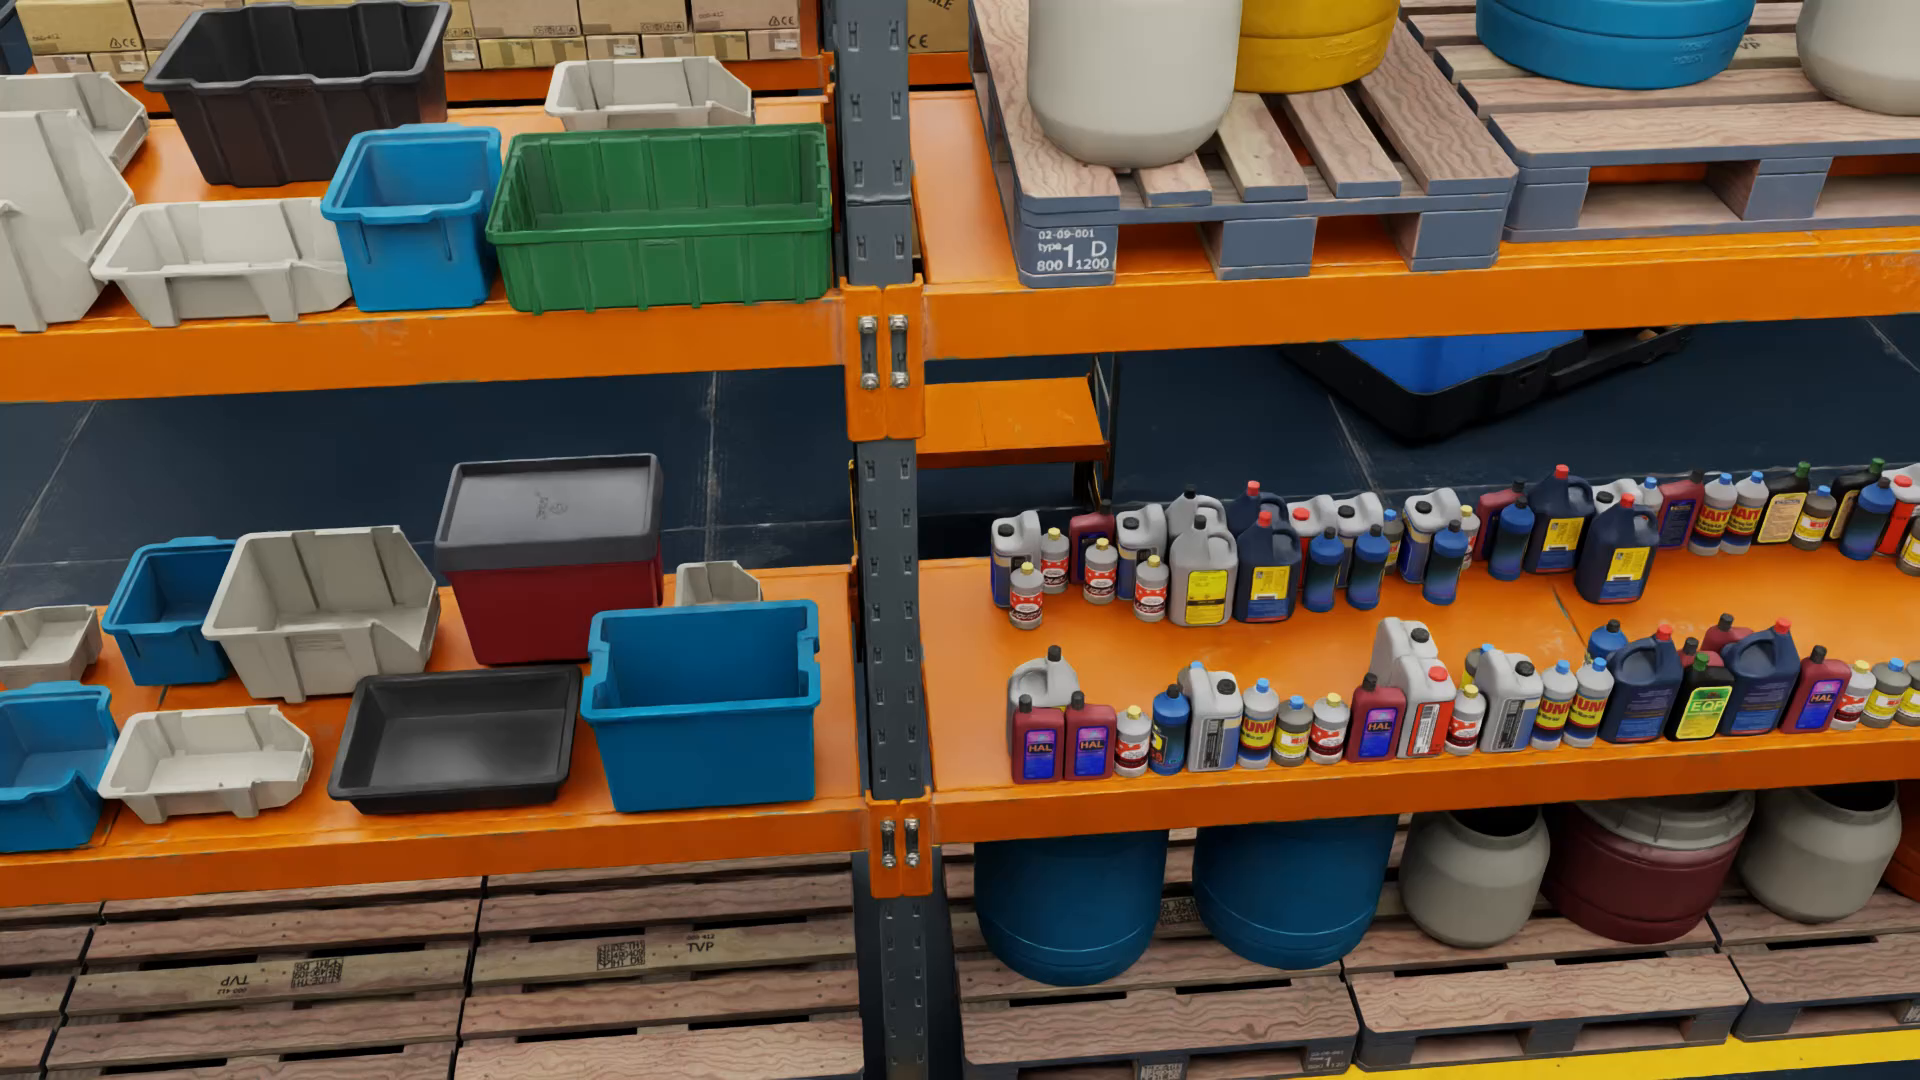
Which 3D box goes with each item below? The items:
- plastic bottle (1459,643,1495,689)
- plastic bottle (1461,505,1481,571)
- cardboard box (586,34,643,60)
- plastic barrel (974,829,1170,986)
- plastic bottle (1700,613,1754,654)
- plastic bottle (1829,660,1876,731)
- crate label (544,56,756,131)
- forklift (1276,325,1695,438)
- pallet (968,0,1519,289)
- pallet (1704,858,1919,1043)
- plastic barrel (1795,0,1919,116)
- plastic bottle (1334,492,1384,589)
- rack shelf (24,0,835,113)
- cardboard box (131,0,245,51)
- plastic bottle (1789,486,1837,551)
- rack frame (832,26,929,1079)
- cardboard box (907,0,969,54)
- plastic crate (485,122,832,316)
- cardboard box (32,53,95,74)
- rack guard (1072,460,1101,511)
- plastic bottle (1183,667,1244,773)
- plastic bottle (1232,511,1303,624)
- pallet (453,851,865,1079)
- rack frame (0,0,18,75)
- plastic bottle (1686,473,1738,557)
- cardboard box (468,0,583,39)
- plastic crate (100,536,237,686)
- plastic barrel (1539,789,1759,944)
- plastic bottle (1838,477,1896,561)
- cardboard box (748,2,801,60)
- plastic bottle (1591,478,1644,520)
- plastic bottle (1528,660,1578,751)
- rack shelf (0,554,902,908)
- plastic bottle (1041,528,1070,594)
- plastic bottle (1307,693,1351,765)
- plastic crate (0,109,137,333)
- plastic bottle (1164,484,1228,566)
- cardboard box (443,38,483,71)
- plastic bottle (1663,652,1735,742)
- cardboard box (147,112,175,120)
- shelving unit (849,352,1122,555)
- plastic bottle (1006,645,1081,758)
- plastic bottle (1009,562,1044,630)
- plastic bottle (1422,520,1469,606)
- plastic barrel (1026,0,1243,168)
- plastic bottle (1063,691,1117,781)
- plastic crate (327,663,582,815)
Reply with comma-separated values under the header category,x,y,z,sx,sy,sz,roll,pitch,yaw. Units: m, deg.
category,x,y,z,sx,sy,sz,roll,pitch,yaw
plastic bottle,1.417,0.368,4.523,0.097,0.201,0.097,0,38,0
plastic bottle,1.507,-0.015,5.007,0.097,0.201,0.097,0,38,0
cardboard box,-1.683,-2.477,8.170,0.250,0.149,0.380,-2,38,-3
plastic barrel,0.342,0.859,5.095,0.708,0.901,0.600,-3,38,-4
plastic bottle,2.082,0.315,4.523,0.133,0.283,0.061,-3,38,-4
plastic bottle,2.392,0.409,4.471,0.097,0.201,0.097,0,38,0
crate label,-0.715,-1.006,3.895,0.466,0.136,0.293,-3,38,-4
forklift,3.119,-2.302,7.801,3.031,2.935,1.130,-20,43,-24
pallet,0.571,-0.987,3.811,1.003,0.211,1.213,-3,38,-4
pallet,3.001,1.164,5.605,1.213,0.211,1.003,-3,38,-4
plastic barrel,2.030,-1.206,3.486,0.433,0.535,0.433,0,38,0
plastic bottle,1.163,-0.008,4.939,0.135,0.276,0.152,-3,38,-4
rack shelf,-2.632,-2.444,8.507,4.000,0.370,1.077,-3,38,-4
cardboard box,-3.605,-2.567,7.963,0.500,0.250,0.500,-4,38,-5
plastic bottle,2.611,-0.076,5.085,0.097,0.201,0.097,0,38,0
rack frame,-0.202,0.219,4.550,0.127,3.000,1.000,-3,38,-4
cardboard box,-0.160,-2.747,8.229,0.500,0.500,0.500,-3,38,-4
plastic crate,-0.597,-0.665,3.421,0.662,0.188,0.450,-3,38,-4
cardboard box,-4.242,-2.334,7.990,0.250,0.149,0.380,-3,38,-3
rack guard,0.572,-0.130,7.212,0.087,0.250,0.587,-3,38,-4
plastic bottle,0.658,0.458,4.348,0.135,0.276,0.152,-3,38,-4
plastic bottle,0.882,0.065,4.785,0.185,0.351,0.144,-3,38,-4
pallet,-0.931,1.378,5.333,1.213,0.211,1.003,-3,38,-4
rack frame,-4.625,-2.617,8.145,0.127,3.000,1.000,-3,38,-4
plastic bottle,2.285,-0.085,5.040,0.097,0.271,0.097,0,38,0
cardboard box,-2.080,-2.650,8.068,0.500,0.250,0.500,-2,38,-3
plastic crate,-2.163,0.210,4.649,0.300,0.233,0.416,-3,38,-4
plastic barrel,2.172,0.881,5.319,0.708,0.588,0.600,-3,38,-4
plastic bottle,2.750,-0.073,5.025,0.097,0.271,0.097,0,38,0
cardboard box,-0.915,-2.519,8.224,0.250,0.149,0.380,-3,38,-4
plastic bottle,1.942,-0.051,4.993,0.135,0.276,0.152,-3,38,-4
plastic bottle,1.564,0.427,4.392,0.097,0.271,0.097,0,38,0
rack shelf,-2.194,0.612,4.634,4.000,0.370,1.077,-3,38,-4
plastic bottle,0.275,0.053,4.921,0.097,0.201,0.097,0,38,0
plastic bottle,0.970,0.487,4.372,0.097,0.201,0.097,0,38,0
plastic crate,-1.951,-0.623,3.292,0.530,0.282,0.437,-3,38,-4
plastic bottle,0.685,-0.014,4.885,0.185,0.351,0.144,-3,38,-4
cardboard box,-2.449,-2.435,8.117,0.250,0.149,0.380,-3,38,-3
plastic bottle,1.962,0.411,4.401,0.133,0.283,0.061,-3,38,-4
cardboard box,-3.994,-2.032,8.780,0.875,0.875,0.875,-3,38,-4
shelving unit,0.076,-0.593,6.791,1.083,1.500,0.587,-3,38,-4
plastic bottle,0.218,0.417,4.339,0.185,0.351,0.144,-3,38,-4
plastic bottle,0.192,0.152,4.796,0.097,0.201,0.097,0,38,0
plastic bottle,1.423,0.057,4.860,0.097,0.271,0.097,0,38,0
plastic barrel,0.345,-1.051,3.290,0.433,0.535,0.433,0,38,0
plastic bottle,0.334,0.501,4.288,0.133,0.283,0.061,-3,38,-4
plastic crate,-1.293,0.531,4.329,0.590,0.125,0.437,-3,38,-4
